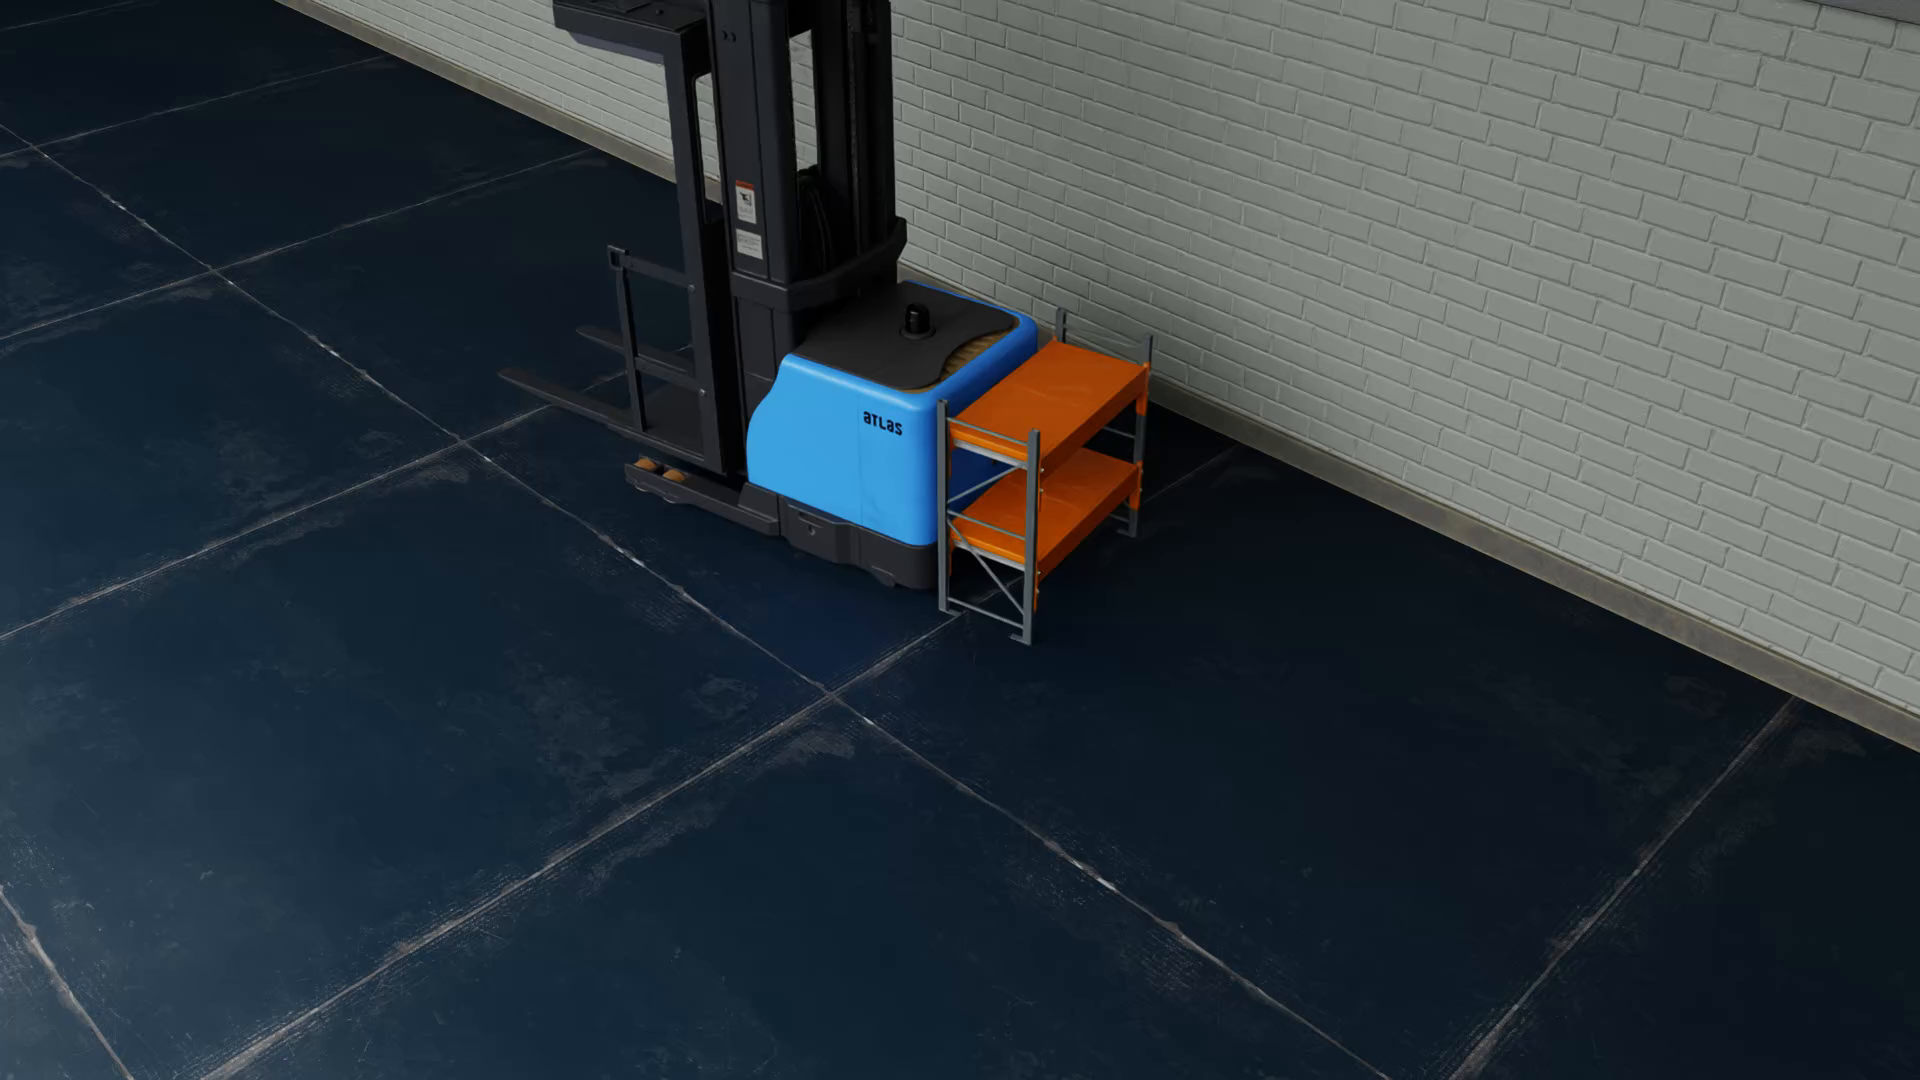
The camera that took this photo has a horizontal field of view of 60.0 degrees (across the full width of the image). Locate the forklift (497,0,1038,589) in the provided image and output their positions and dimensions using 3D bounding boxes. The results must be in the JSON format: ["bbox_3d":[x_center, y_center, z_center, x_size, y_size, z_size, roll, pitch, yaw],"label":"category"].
[{"bbox_3d":[-1.121,-1.620,8.010,3.031,2.935,1.130,21,40,27],"label":"forklift"}]

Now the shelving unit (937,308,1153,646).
[{"bbox_3d":[0.394,-0.309,7.709,0.538,1.125,1.048,20,40,26],"label":"shelving unit"}]

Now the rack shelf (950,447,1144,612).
[{"bbox_3d":[0.394,-0.108,7.849,0.538,0.278,1.000,20,40,26],"label":"rack shelf"}]

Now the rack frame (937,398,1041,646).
[{"bbox_3d":[0.118,-0.064,7.359,0.500,1.125,0.032,20,40,26],"label":"rack frame"}]

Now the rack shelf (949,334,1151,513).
[{"bbox_3d":[0.394,-0.549,7.542,0.538,0.278,1.000,20,40,26],"label":"rack shelf"}]

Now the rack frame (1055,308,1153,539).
[{"bbox_3d":[0.670,-0.553,8.060,0.500,1.125,0.032,20,40,26],"label":"rack frame"}]
